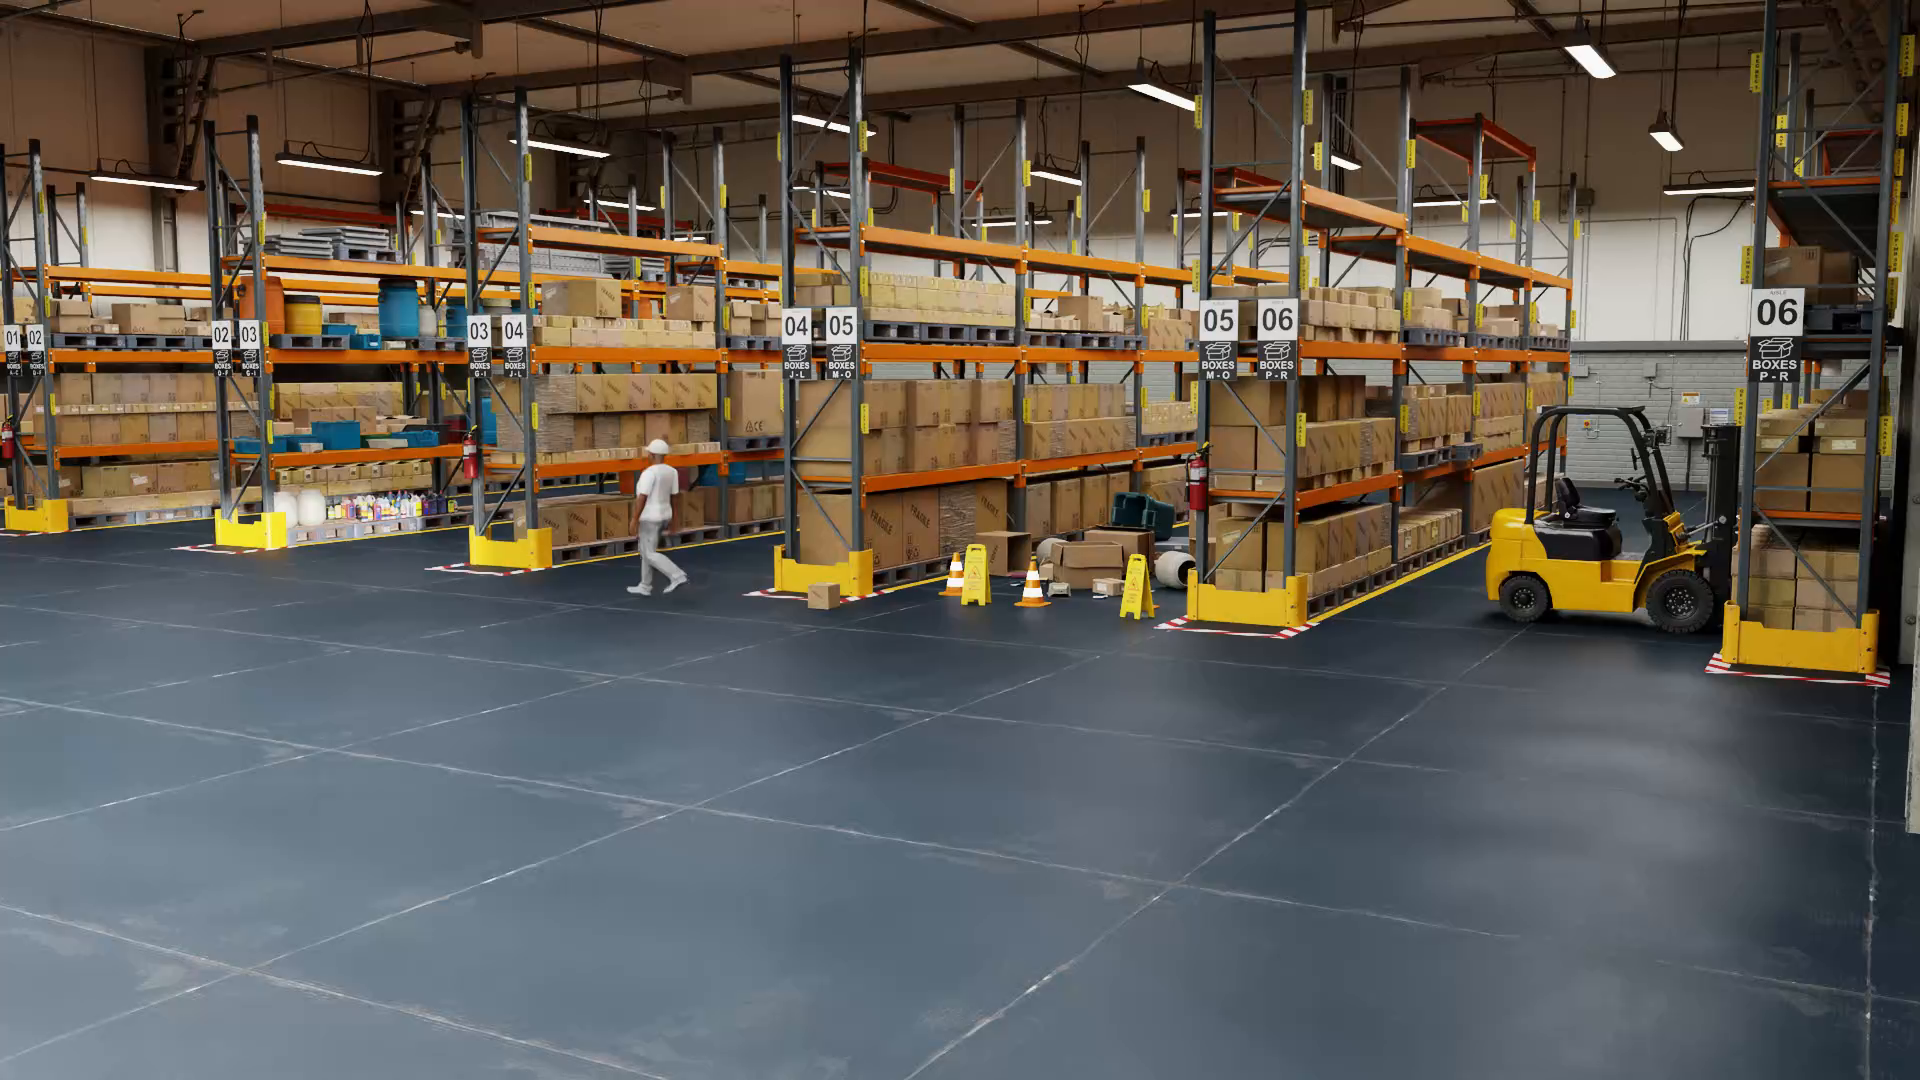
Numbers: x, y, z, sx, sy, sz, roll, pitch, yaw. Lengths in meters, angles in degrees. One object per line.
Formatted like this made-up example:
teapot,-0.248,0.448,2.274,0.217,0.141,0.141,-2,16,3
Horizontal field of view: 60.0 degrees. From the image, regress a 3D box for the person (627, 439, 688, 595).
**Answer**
person,-3.339,-0.234,18.258,0.906,1.739,0.565,3,6,25
